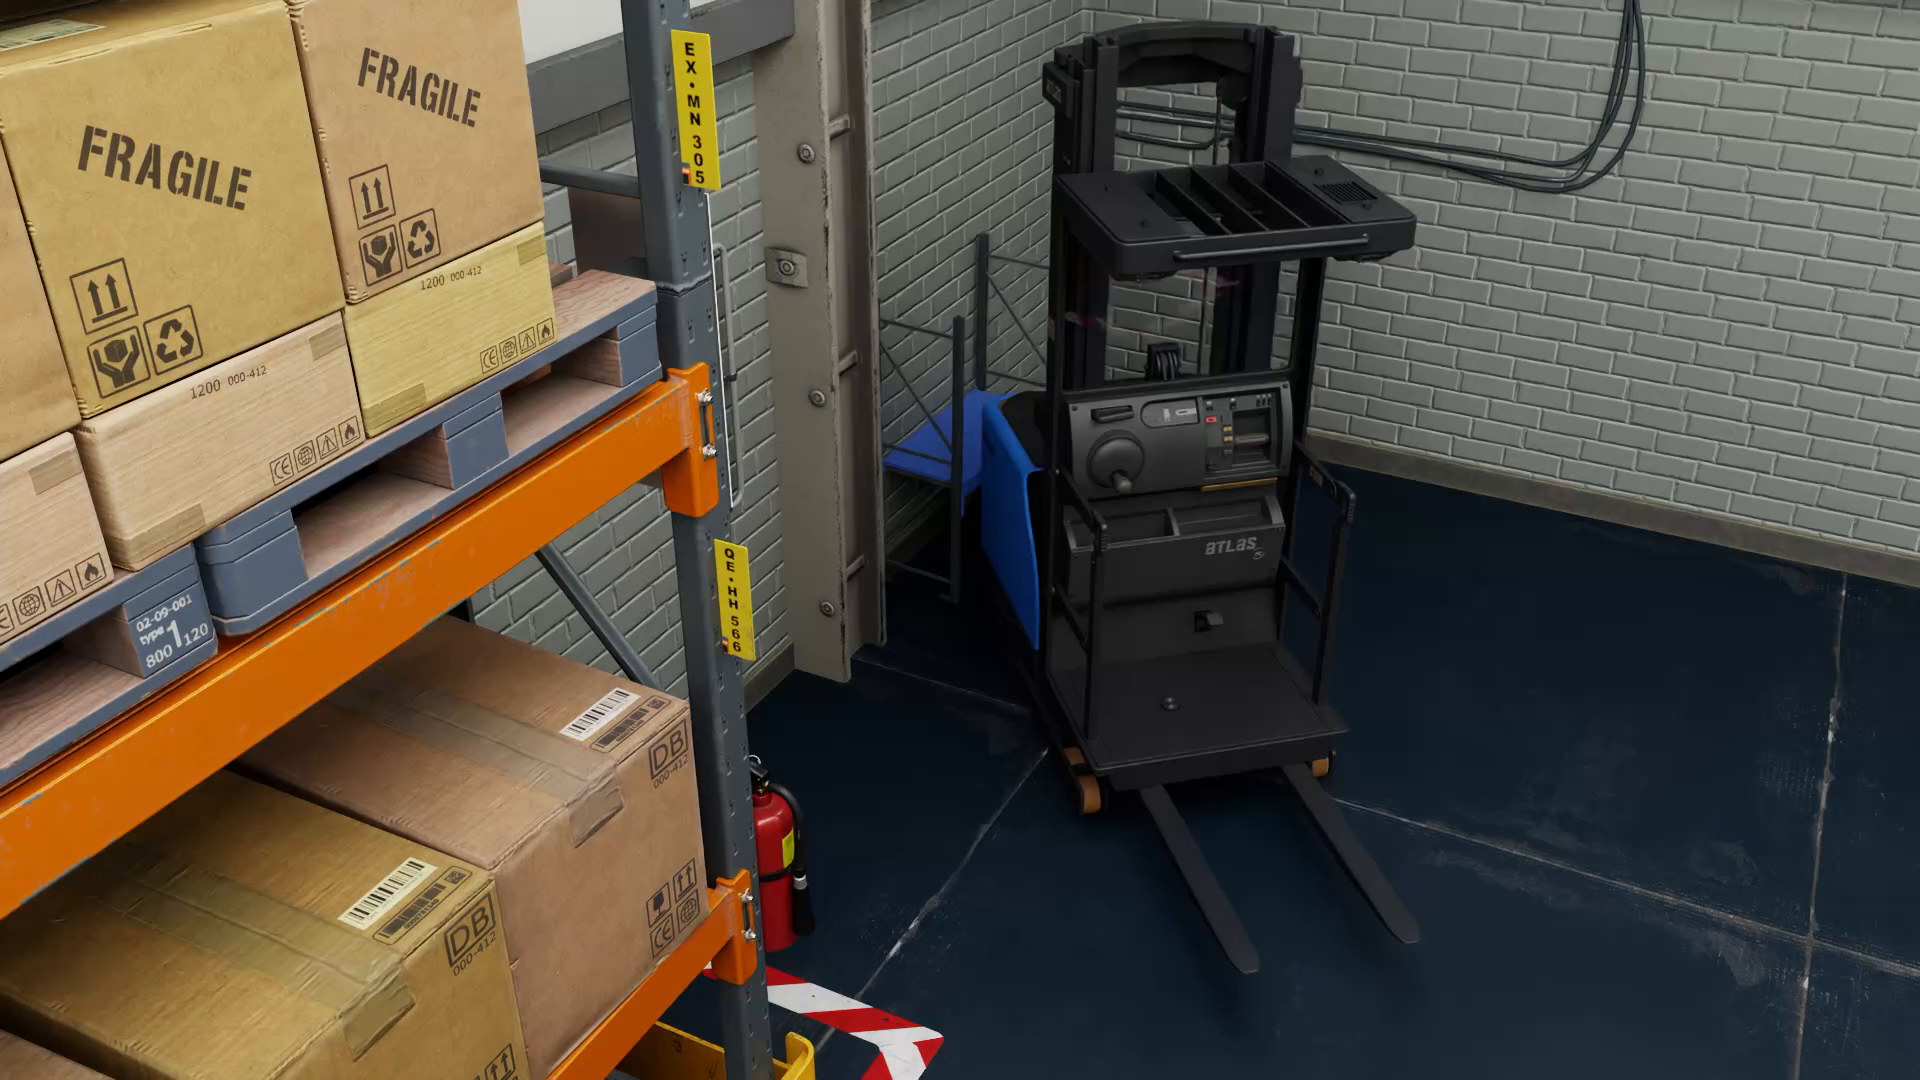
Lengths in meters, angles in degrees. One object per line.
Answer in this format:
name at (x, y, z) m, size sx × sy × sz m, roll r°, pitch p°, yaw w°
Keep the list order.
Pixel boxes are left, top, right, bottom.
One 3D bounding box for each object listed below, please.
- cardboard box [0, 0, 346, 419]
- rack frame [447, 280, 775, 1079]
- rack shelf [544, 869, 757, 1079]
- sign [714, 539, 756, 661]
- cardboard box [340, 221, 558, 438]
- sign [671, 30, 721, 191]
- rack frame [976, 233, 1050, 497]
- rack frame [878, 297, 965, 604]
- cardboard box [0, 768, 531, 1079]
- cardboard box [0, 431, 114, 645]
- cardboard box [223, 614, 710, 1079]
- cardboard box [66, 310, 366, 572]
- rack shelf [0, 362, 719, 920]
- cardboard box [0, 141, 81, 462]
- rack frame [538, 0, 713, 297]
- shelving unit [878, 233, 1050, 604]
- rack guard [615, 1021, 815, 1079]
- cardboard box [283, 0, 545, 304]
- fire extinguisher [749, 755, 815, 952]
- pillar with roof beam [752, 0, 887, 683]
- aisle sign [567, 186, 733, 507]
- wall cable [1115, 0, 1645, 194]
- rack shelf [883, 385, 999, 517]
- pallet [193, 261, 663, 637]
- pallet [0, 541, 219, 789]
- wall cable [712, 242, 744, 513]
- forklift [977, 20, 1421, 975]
cardboard box at (-1.359, -0.556, 2.569) m, size 0.500 × 0.500 × 0.500 m, roll 15°, pitch 33°, yaw 25°
rack frame at (-1.031, 0.625, 4.649) m, size 1.000 × 3.000 × 0.127 m, roll 14°, pitch 33°, yaw 23°
rack shelf at (-1.942, 1.824, 3.285) m, size 1.077 × 0.370 × 4.000 m, roll 14°, pitch 33°, yaw 23°
sign at (-0.554, 0.150, 4.077) m, size 0.100 × 0.325 × 0.005 m, roll 14°, pitch 33°, yaw 23°
cardboard box at (-1.128, -0.451, 3.140) m, size 0.500 × 0.250 × 0.500 m, roll 15°, pitch 33°, yaw 25°
sign at (-0.554, -0.896, 3.476) m, size 0.100 × 0.325 × 0.005 m, roll 14°, pitch 33°, yaw 23°
rack frame at (0.308, -0.837, 8.699) m, size 0.500 × 1.500 × 0.032 m, roll 17°, pitch 34°, yaw 26°
rack frame at (-0.211, -0.409, 7.937) m, size 0.500 × 1.500 × 0.032 m, roll 17°, pitch 34°, yaw 26°
cardboard box at (-1.576, 1.048, 3.611) m, size 0.980 × 0.700 × 0.700 m, roll 14°, pitch 33°, yaw 23°
cardboard box at (-1.597, 0.012, 2.334) m, size 0.500 × 0.250 × 0.500 m, roll 13°, pitch 32°, yaw 22°
cardboard box at (-1.254, 0.723, 4.177) m, size 0.980 × 0.700 × 0.700 m, roll 16°, pitch 33°, yaw 25°
cardboard box at (-1.364, -0.220, 2.738) m, size 0.500 × 0.250 × 0.500 m, roll 13°, pitch 32°, yaw 21°
rack shelf at (-1.942, 0.523, 2.538) m, size 1.077 × 0.370 × 4.000 m, roll 14°, pitch 33°, yaw 23°
cardboard box at (-1.589, -0.322, 2.163) m, size 0.500 × 0.500 × 0.500 m, roll 13°, pitch 32°, yaw 21°
rack frame at (-1.031, -1.976, 3.155) m, size 1.000 × 3.000 × 0.127 m, roll 14°, pitch 33°, yaw 23°
shelving unit at (0.049, -0.623, 8.318) m, size 0.538 × 1.500 × 1.048 m, roll 17°, pitch 34°, yaw 26°
rack guard at (-1.020, 1.698, 5.290) m, size 1.175 × 0.500 × 0.348 m, roll 14°, pitch 33°, yaw 23°
cardboard box at (-1.121, -0.775, 2.951) m, size 0.500 × 0.500 × 0.500 m, roll 14°, pitch 33°, yaw 23°
fire extinguisher at (-0.551, 0.858, 4.696) m, size 0.296 × 0.674 × 0.183 m, roll 14°, pitch 33°, yaw 23°
pillar with roof beam at (3.261, -2.393, 3.881) m, size 9.100 × 9.000 × 0.400 m, roll 14°, pitch 33°, yaw 23°
aisle sign at (-0.731, -0.466, 3.939) m, size 0.394 × 0.787 × 0.004 m, roll 14°, pitch 33°, yaw 23°
wall cable at (1.864, -3.056, 8.154) m, size 3.097 × 2.526 × 0.112 m, roll 14°, pitch 33°, yaw 23°
rack shelf at (0.046, -0.467, 8.407) m, size 0.538 × 0.185 × 1.000 m, roll 17°, pitch 34°, yaw 26°
pallet at (-1.360, -0.306, 3.348) m, size 1.003 × 0.211 × 1.213 m, roll 14°, pitch 33°, yaw 23°
pallet at (-1.914, 0.237, 2.402) m, size 1.003 × 0.211 × 1.213 m, roll 14°, pitch 33°, yaw 23°
wall cable at (-1.290, -0.598, 5.759) m, size 0.084 × 1.984 × 1.851 m, roll 14°, pitch 33°, yaw 23°
forklift at (0.935, -0.359, 6.433) m, size 1.130 × 2.935 × 3.031 m, roll -7°, pitch 31°, yaw -12°
